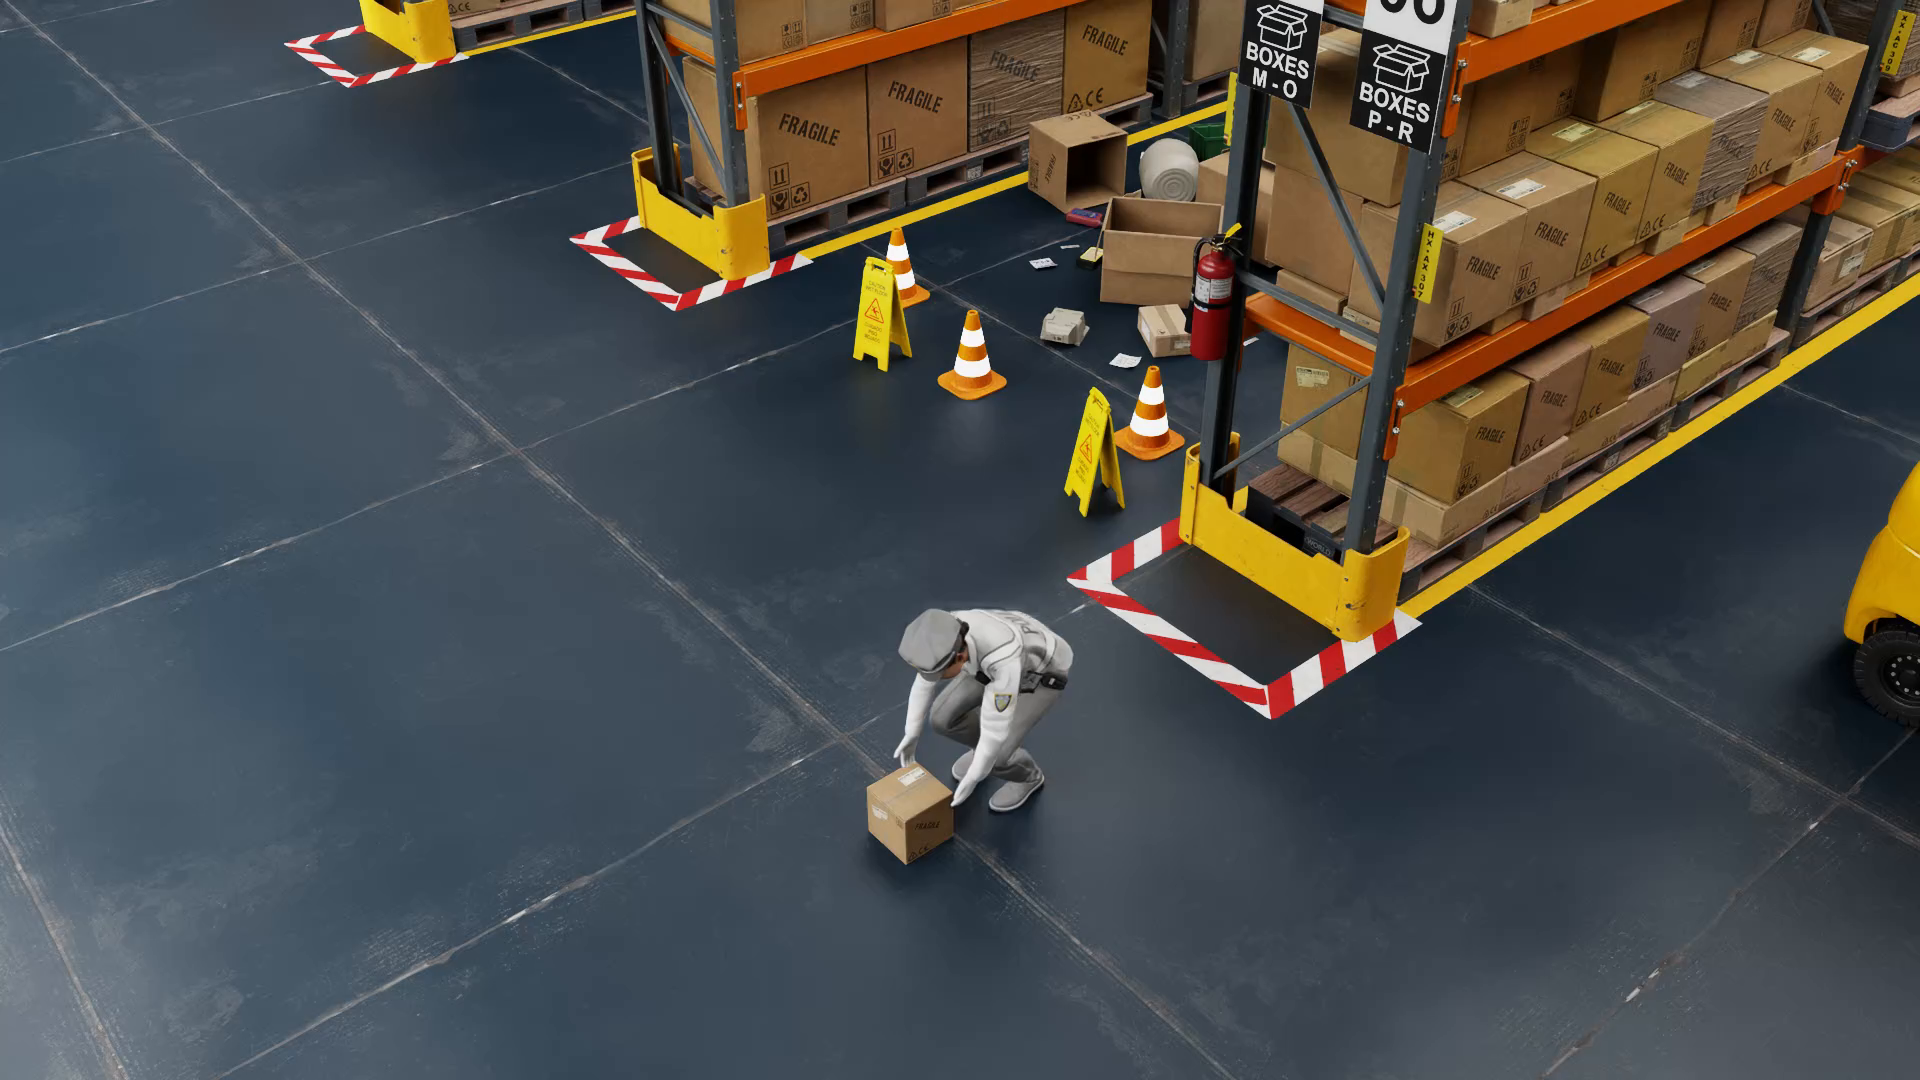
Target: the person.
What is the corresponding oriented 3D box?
[{"bbox_3d":[0.106,0.641,6.683,0.820,1.097,0.509,-27,44,-31],"label":"person"}]
